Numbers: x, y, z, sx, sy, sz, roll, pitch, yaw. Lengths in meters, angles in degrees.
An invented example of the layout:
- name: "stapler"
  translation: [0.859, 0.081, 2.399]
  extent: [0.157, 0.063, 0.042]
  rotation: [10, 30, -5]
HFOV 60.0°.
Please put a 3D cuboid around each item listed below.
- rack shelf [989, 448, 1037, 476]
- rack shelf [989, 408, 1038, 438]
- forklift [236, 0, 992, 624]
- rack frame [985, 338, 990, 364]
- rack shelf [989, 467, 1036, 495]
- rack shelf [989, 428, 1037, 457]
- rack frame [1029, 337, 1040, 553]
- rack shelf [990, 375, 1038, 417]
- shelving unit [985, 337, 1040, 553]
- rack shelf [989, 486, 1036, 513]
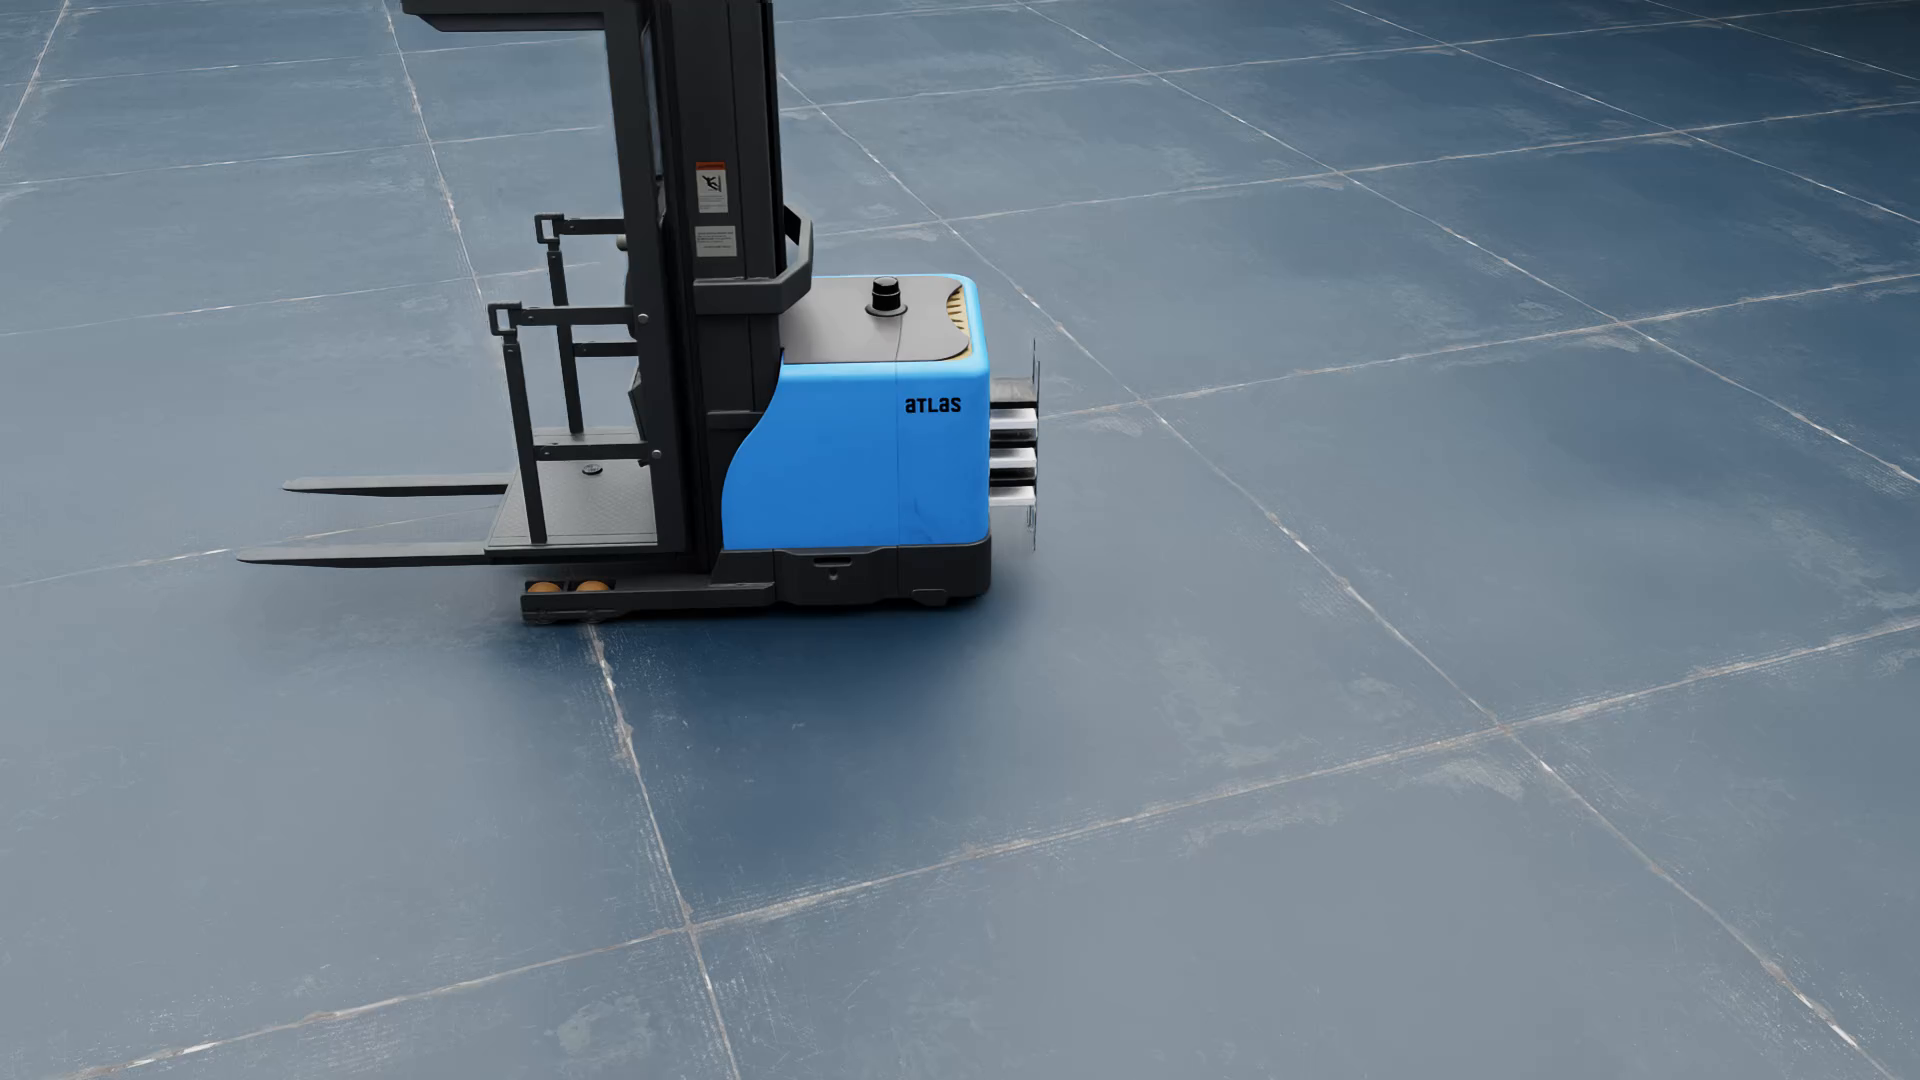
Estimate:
- name: "rack shelf"
  translation: [0.213, -0.361, 7.043]
  extent: [0.200, 0.077, 0.258]
  rotation: [-1, 30, -3]
- name: "rack shelf"
  translation: [0.213, -0.518, 6.954]
  extent: [0.200, 0.077, 0.258]
  rotation: [-1, 30, -3]
- name: "forklift"
  translation: [-1.408, -1.205, 6.405]
  extent: [3.031, 2.935, 1.130]
  rotation: [-1, 30, -3]
- name: "rack frame"
  translation: [0.111, -0.388, 7.022]
  extent: [0.006, 0.900, 0.240]
  rotation: [-1, 30, -3]
- name: "rack shelf"
  translation: [0.213, -0.283, 7.087]
  extent: [0.200, 0.077, 0.258]
  rotation: [-1, 30, -3]
- name: "rack shelf"
  translation: [0.213, -0.440, 6.998]
  extent: [0.200, 0.077, 0.258]
  rotation: [-1, 30, -3]
- name: "rack frame"
  translation: [0.314, -0.393, 7.031]
  extent: [0.006, 0.900, 0.240]
  rotation: [-1, 30, -3]
- name: "rack shelf"
  translation: [0.213, -0.596, 6.909]
  extent: [0.200, 0.077, 0.258]
  rotation: [-1, 30, -3]
- name: "shelving unit"
  translation: [0.213, -0.390, 7.026]
  extent: [0.210, 0.900, 0.258]
  rotation: [-1, 30, -3]
- name: "rack shelf"
  translation: [0.213, -0.205, 7.132]
  extent: [0.200, 0.077, 0.258]
  rotation: [-1, 30, -3]
